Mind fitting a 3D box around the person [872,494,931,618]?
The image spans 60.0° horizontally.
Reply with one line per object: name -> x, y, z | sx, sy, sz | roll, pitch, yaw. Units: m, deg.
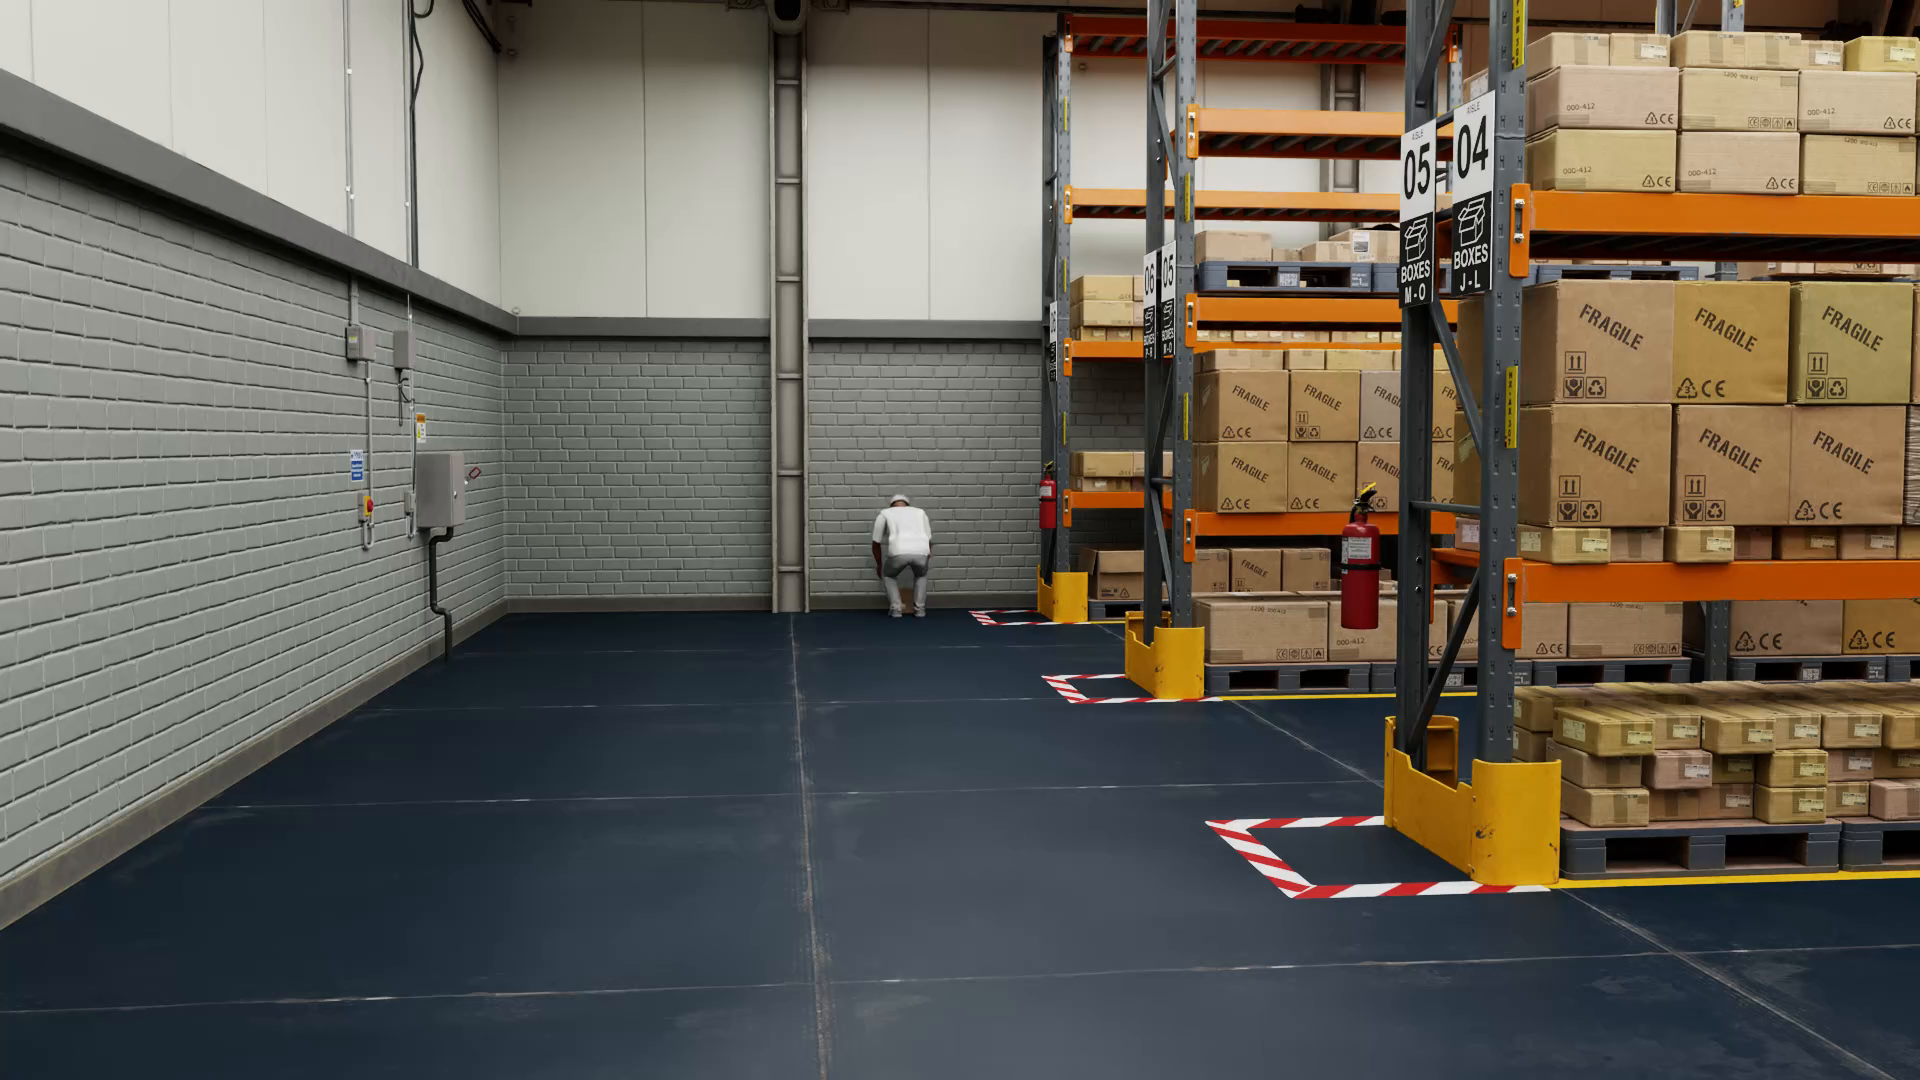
person -> -0.595, 0.161, 17.246 | 0.625, 1.253, 0.828 | 0, 3, -6
